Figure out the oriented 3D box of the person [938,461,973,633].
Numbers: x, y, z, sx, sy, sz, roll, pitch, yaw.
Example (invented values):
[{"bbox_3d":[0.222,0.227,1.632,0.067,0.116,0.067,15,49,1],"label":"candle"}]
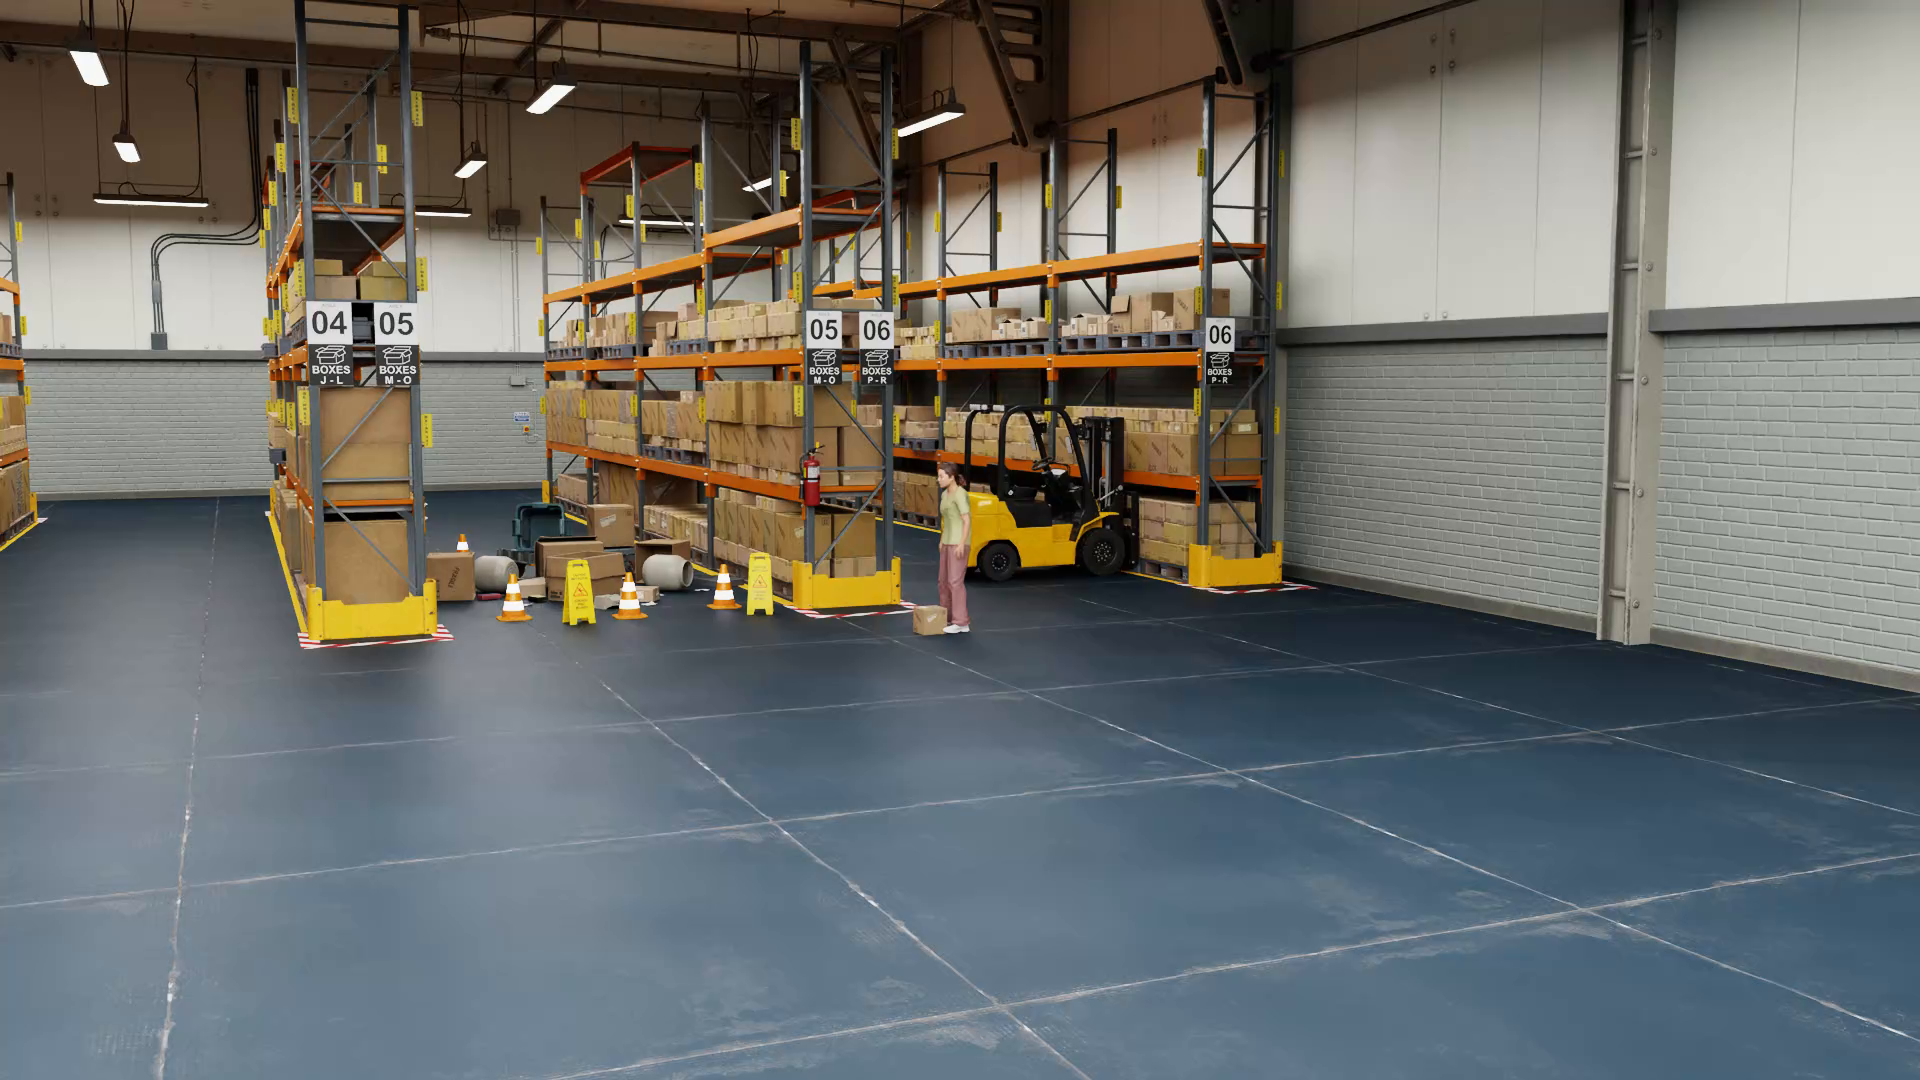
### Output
[{"bbox_3d":[-0.071,0.064,16.297,0.359,1.673,0.499,-2,6,-23],"label":"person"}]
